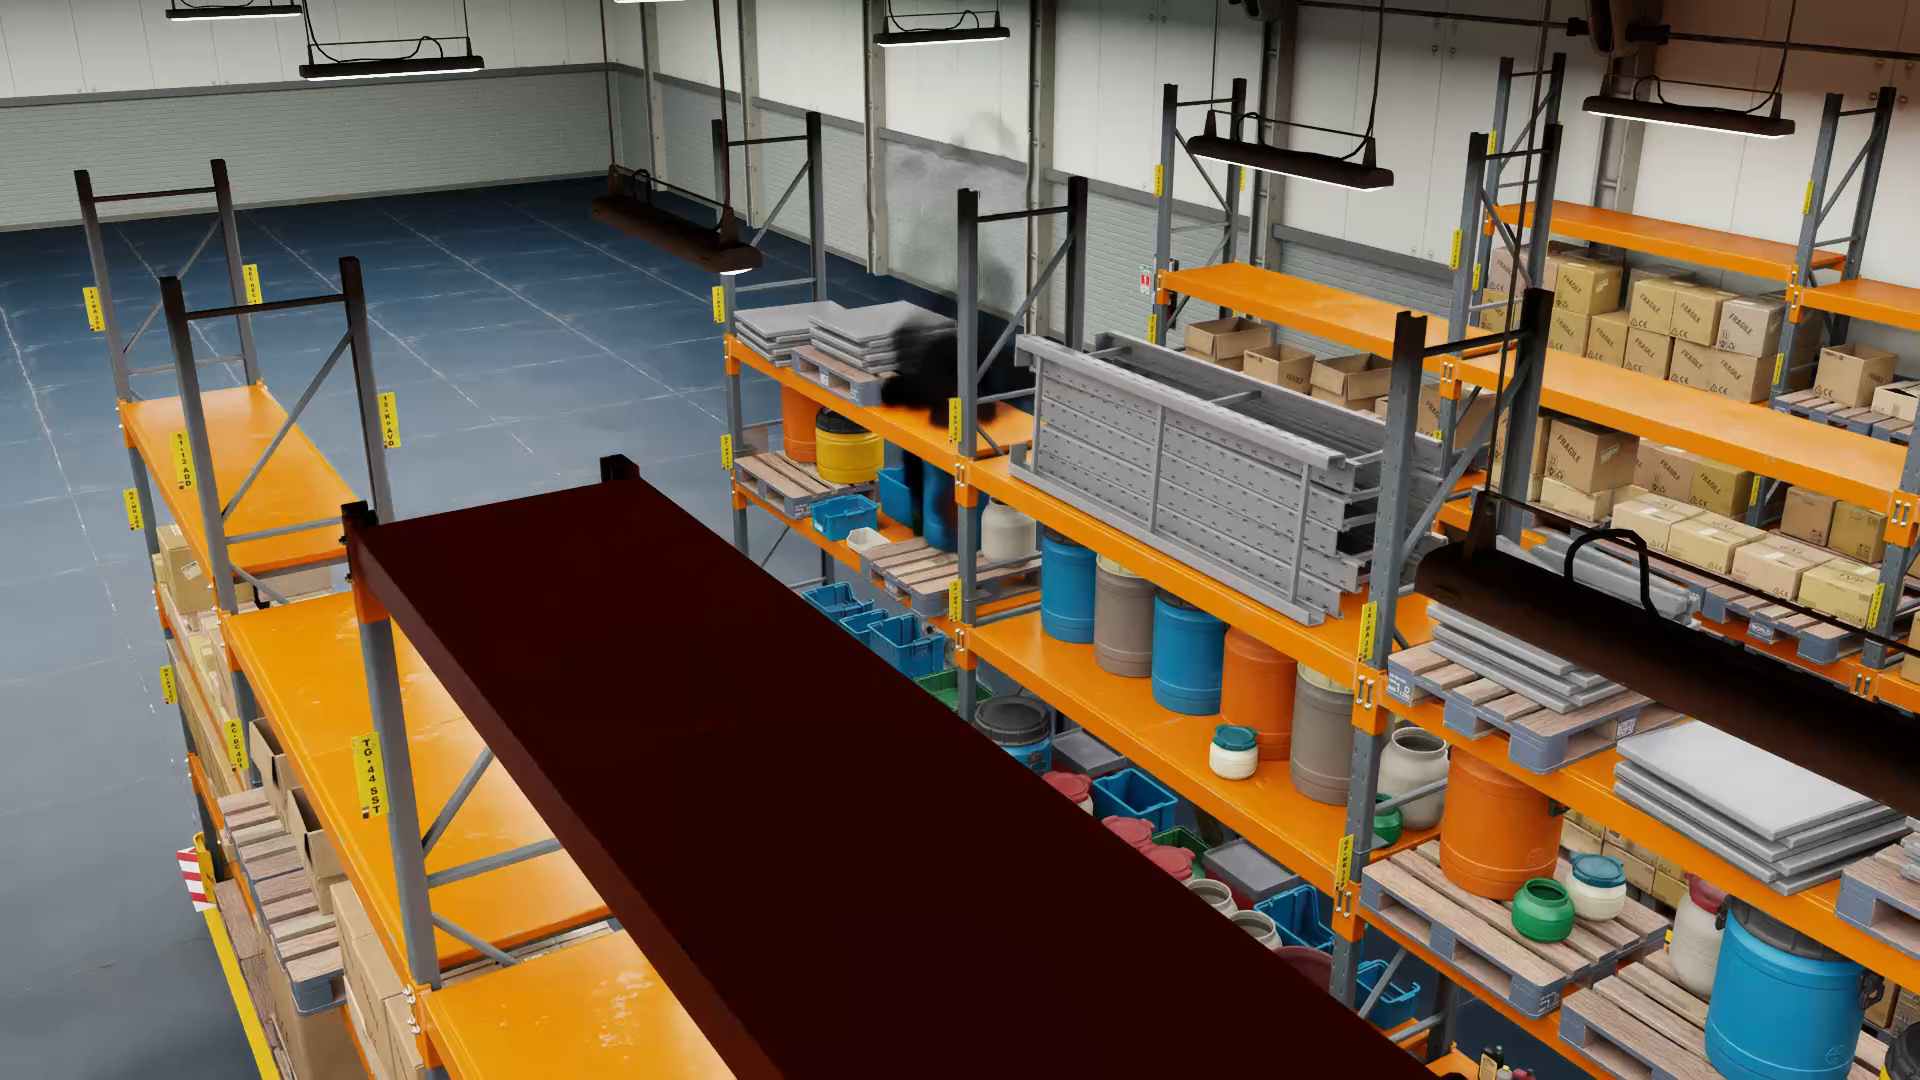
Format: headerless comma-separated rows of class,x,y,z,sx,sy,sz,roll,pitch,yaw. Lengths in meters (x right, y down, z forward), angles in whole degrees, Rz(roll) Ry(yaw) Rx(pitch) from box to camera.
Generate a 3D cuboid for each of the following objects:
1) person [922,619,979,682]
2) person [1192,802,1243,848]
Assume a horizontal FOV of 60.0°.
person,-0.136,0.926,16.910,0.609,1.674,0.642,20,29,40
person,2.279,1.985,14.073,0.685,1.826,0.776,-18,28,-37
